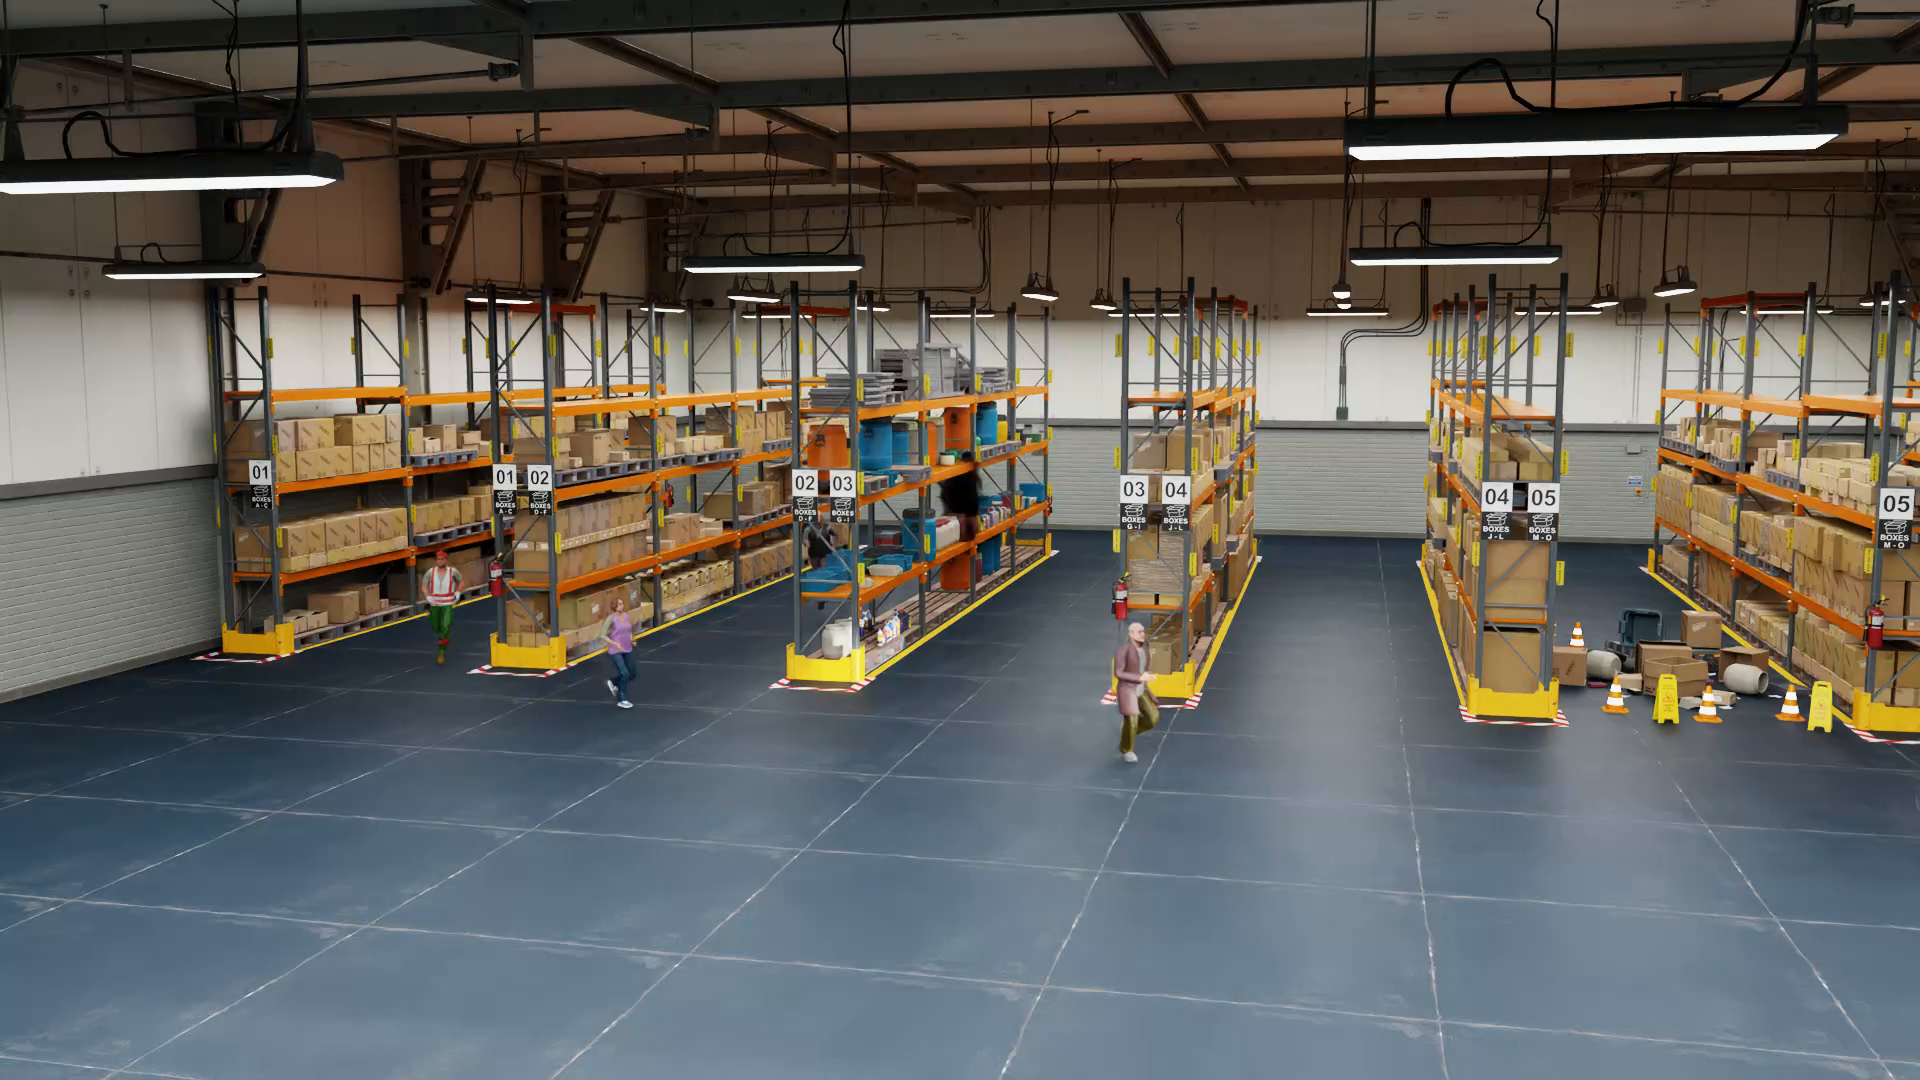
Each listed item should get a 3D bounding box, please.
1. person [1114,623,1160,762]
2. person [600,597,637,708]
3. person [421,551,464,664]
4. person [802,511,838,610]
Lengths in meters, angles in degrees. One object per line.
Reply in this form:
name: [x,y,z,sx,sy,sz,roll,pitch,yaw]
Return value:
person: [2.147,1.844,20.046,0.761,1.728,0.723,-5,8,-39]
person: [-4.796,1.566,23.288,0.567,1.543,0.535,5,8,36]
person: [-8.393,1.056,26.952,0.631,1.772,1.089,0,7,-4]
person: [-2.583,0.346,30.503,0.610,1.769,0.843,1,7,13]
